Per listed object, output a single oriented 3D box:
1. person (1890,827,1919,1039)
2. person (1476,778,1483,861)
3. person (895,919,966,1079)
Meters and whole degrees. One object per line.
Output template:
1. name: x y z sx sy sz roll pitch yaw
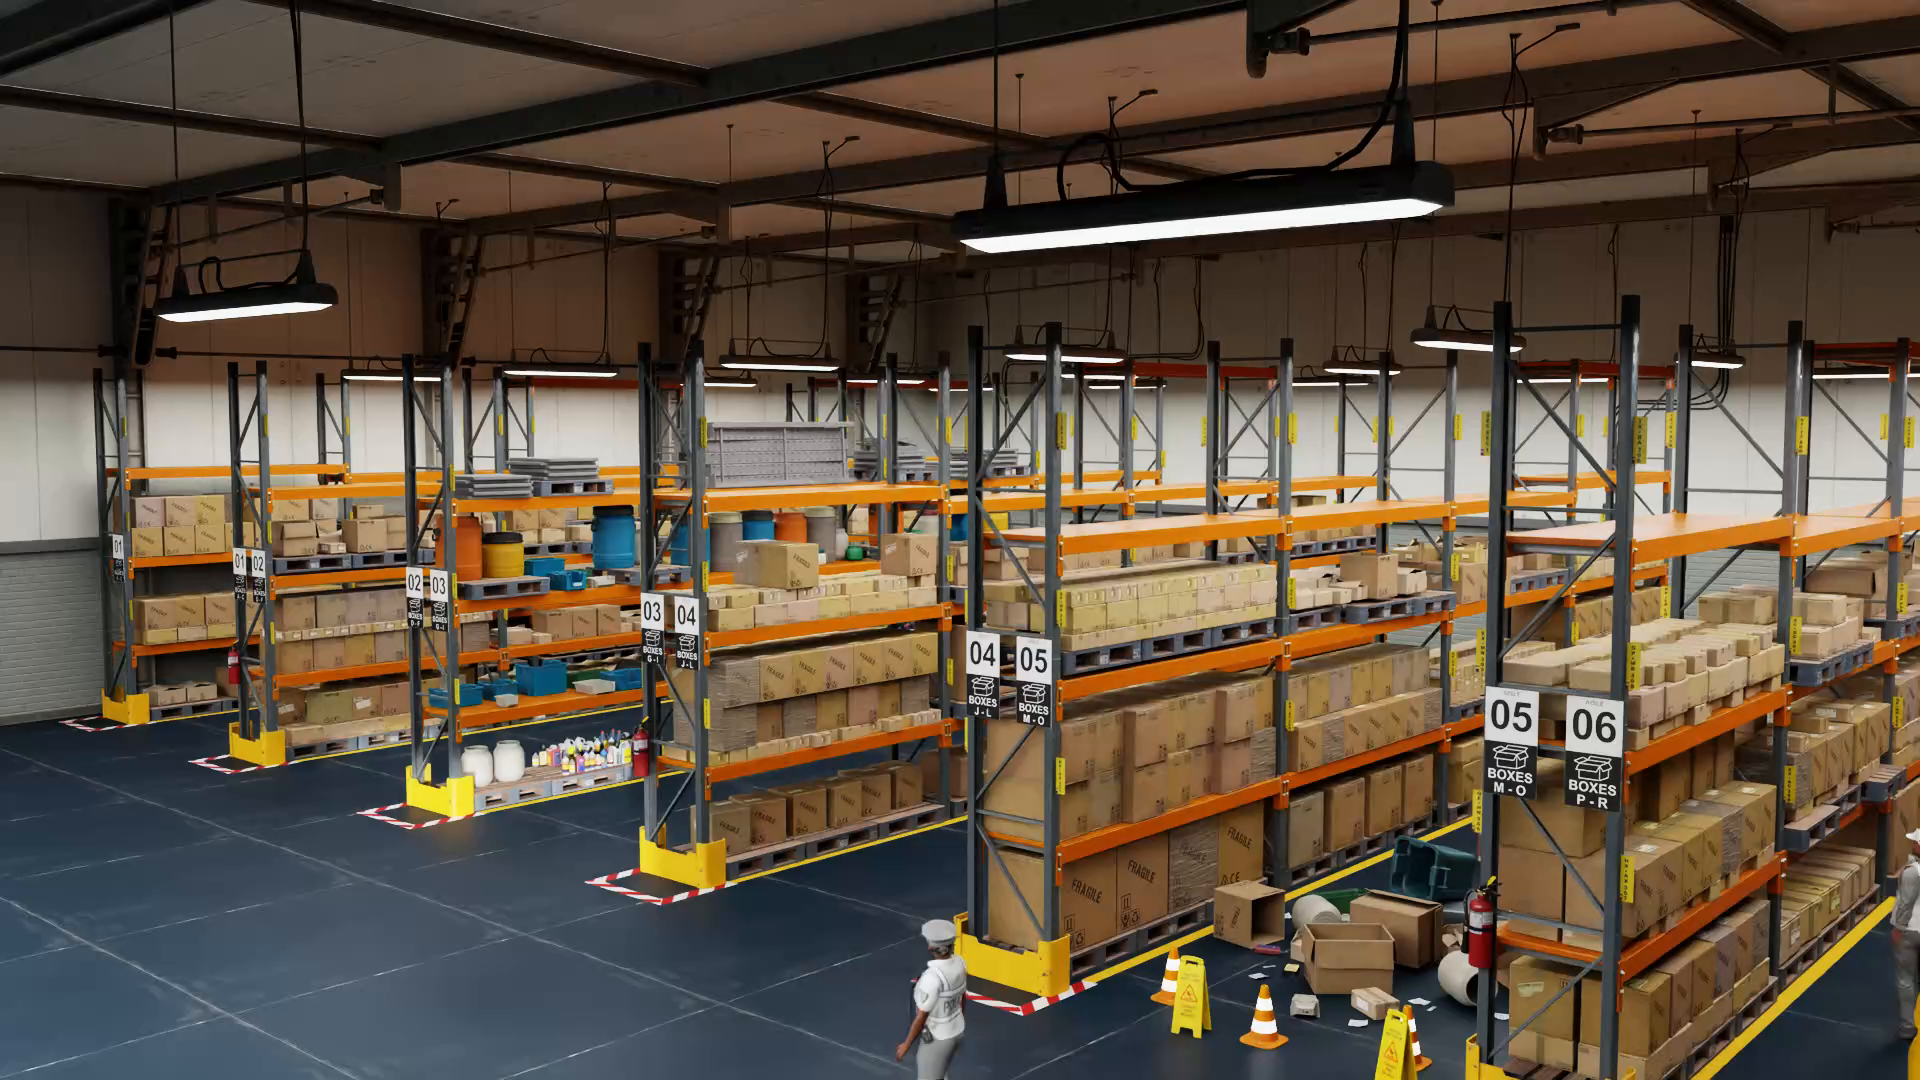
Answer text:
1. person: 8.105 3.263 14.031 0.550 1.766 0.620 1 4 8
2. person: 6.276 2.918 19.370 0.492 1.685 0.370 0 4 4
3. person: -0.185 3.483 11.617 0.481 1.695 0.526 2 5 22
